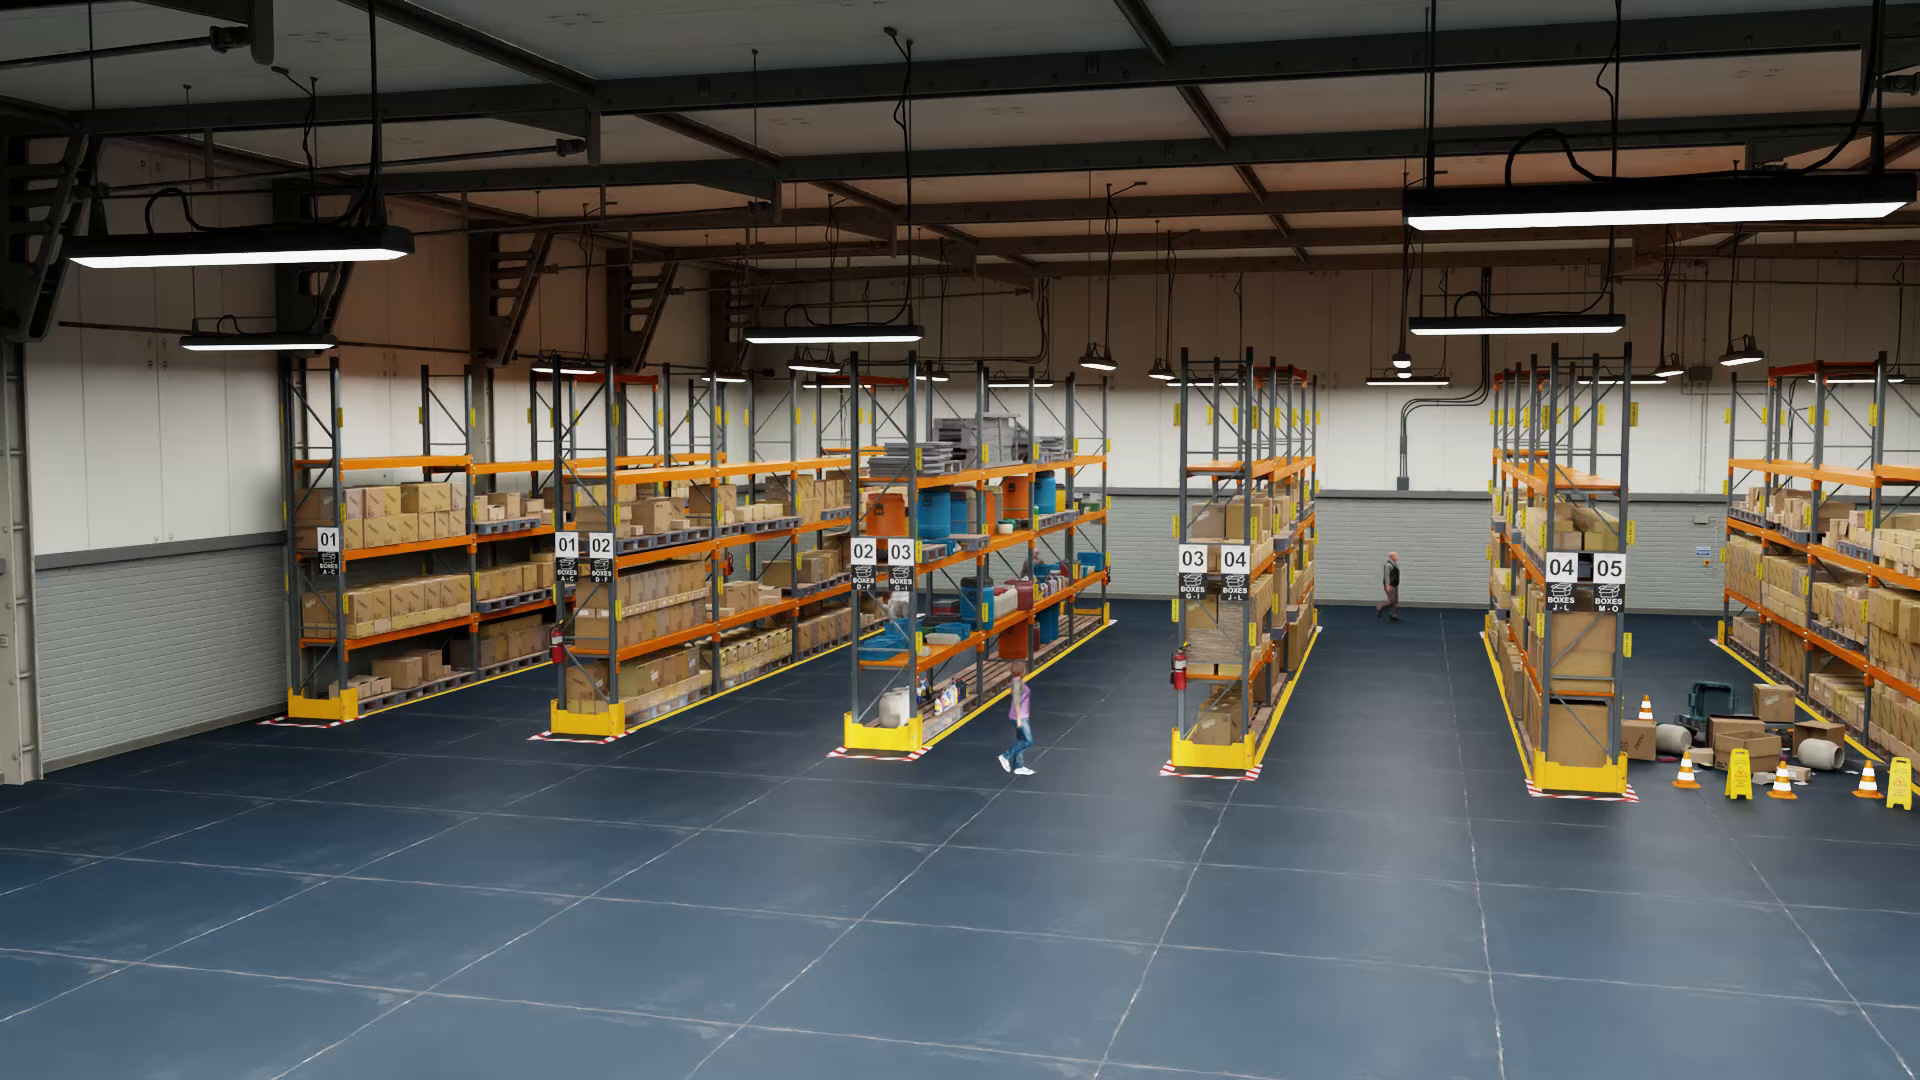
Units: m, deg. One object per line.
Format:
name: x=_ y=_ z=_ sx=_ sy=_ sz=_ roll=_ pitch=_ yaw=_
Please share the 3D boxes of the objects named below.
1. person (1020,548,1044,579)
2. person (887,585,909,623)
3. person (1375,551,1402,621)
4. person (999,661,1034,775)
person: x=1.768 y=1.106 z=41.275 sx=0.646 sy=1.814 sz=0.803 roll=4 pitch=6 yaw=41
person: x=-1.373 y=1.358 z=37.517 sx=0.606 sy=1.711 sz=1.087 roll=1 pitch=4 yaw=11
person: x=10.559 y=1.132 z=40.886 sx=0.619 sy=1.715 sz=0.577 roll=3 pitch=5 yaw=37
person: x=0.805 y=2.486 z=23.212 sx=0.450 sy=1.596 sz=0.428 roll=0 pitch=4 yaw=1
